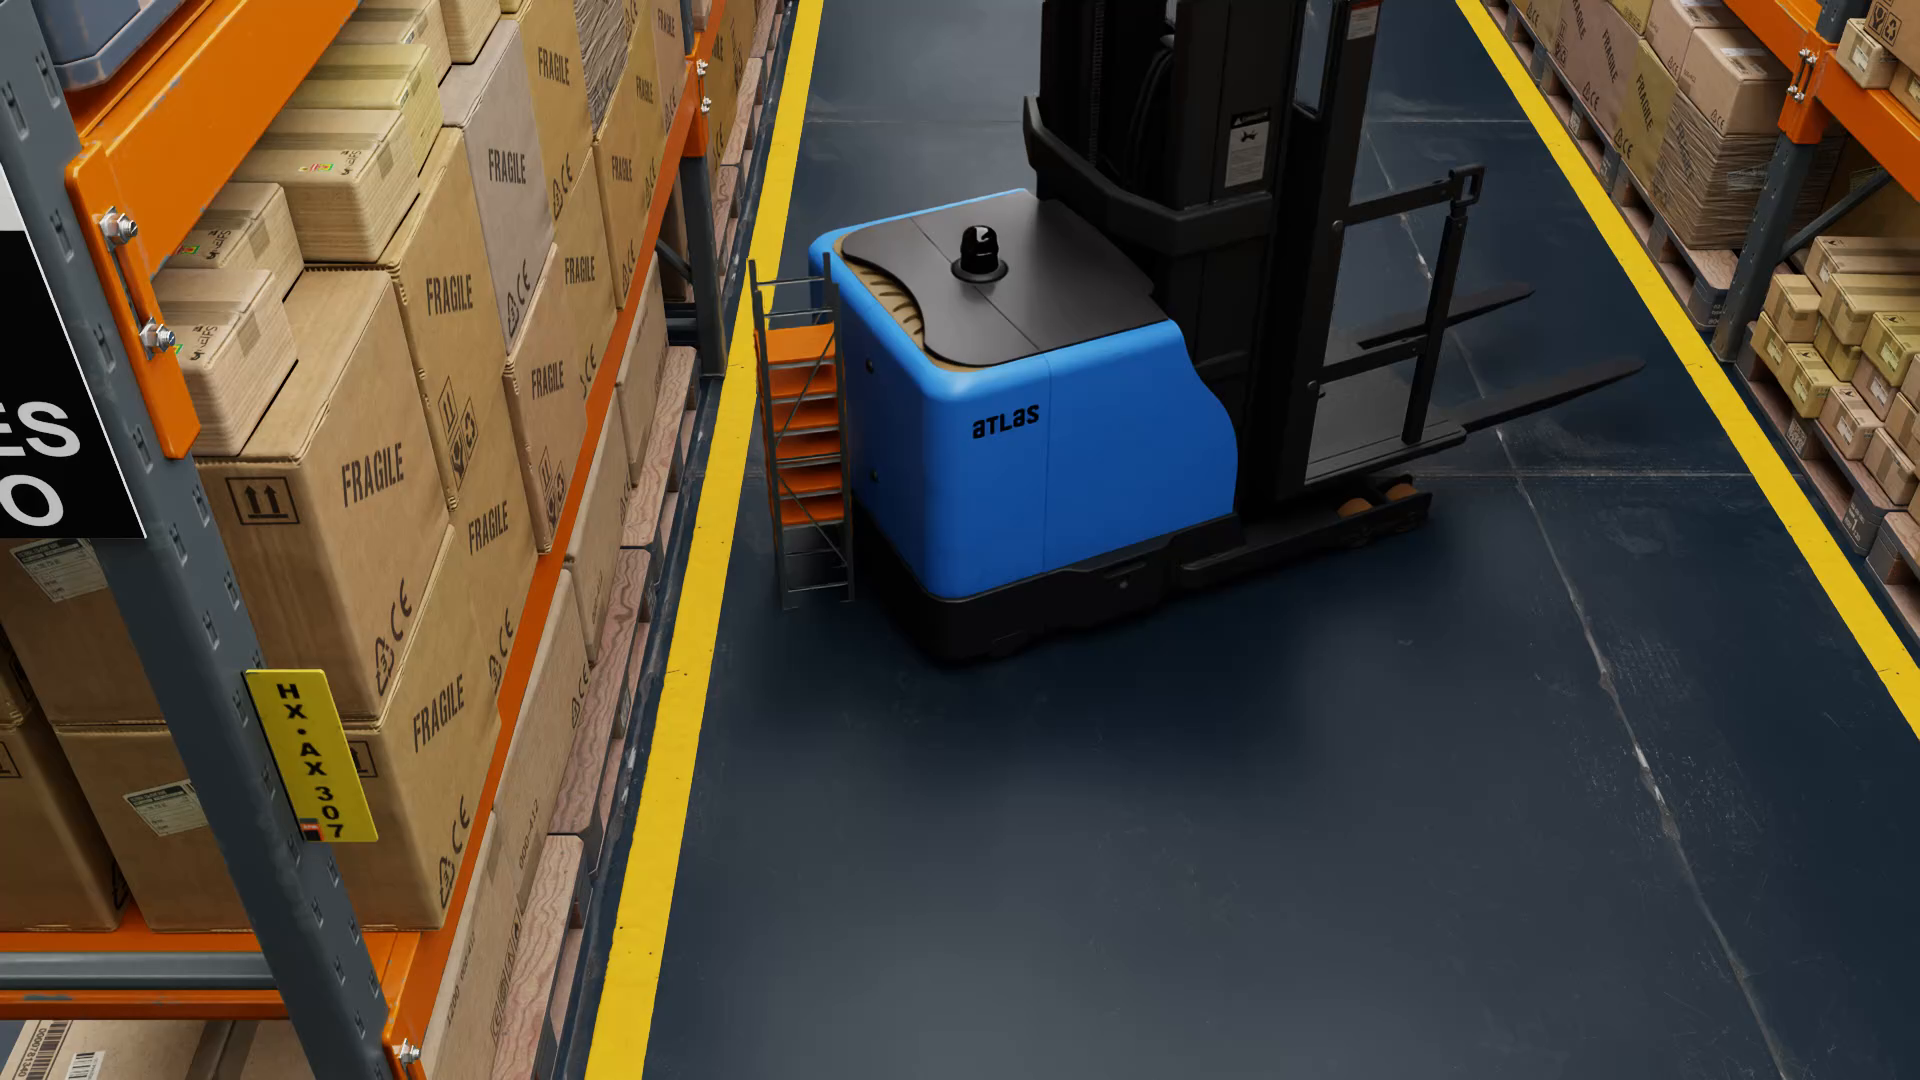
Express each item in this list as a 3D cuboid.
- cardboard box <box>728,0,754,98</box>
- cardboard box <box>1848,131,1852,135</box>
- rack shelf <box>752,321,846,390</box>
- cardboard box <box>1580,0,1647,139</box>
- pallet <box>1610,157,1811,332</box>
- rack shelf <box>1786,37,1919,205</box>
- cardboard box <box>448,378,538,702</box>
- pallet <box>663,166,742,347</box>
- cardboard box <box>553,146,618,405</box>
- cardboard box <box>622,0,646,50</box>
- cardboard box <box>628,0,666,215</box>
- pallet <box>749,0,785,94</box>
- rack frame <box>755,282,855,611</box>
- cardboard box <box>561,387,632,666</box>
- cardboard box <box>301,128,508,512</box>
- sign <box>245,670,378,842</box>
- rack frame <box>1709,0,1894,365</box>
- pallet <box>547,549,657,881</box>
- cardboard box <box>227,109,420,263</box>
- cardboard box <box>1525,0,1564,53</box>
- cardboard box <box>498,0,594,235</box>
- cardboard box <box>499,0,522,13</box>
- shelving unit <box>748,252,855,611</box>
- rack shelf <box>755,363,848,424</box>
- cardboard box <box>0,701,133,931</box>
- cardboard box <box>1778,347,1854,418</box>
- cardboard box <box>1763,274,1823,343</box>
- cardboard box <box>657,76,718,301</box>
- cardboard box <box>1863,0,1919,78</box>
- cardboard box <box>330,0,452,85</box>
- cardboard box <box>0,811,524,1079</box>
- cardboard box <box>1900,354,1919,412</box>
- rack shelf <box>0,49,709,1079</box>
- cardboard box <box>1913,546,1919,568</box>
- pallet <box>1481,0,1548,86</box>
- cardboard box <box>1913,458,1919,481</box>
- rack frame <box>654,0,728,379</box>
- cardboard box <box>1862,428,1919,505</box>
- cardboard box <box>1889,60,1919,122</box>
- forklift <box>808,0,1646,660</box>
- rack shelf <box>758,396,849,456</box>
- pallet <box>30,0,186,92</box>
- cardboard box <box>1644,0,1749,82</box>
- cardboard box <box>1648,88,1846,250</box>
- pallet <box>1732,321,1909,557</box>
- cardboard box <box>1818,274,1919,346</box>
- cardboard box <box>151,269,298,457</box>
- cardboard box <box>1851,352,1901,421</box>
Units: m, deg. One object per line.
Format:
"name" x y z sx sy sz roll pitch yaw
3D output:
"cardboard box" -1.514 -2.688 8.069 0.875 0.875 0.875 0 39 1
"cardboard box" 3.789 -1.852 6.726 0.500 0.250 0.500 -2 39 -2
"rack shelf" -0.482 -0.554 4.977 0.258 0.103 0.180 -7 39 -9
"cardboard box" 3.276 -2.201 7.761 0.500 0.500 0.500 -1 39 -1
"pallet" 3.523 -1.307 7.212 1.003 0.211 1.213 0 39 0
"rack shelf" 3.528 -0.377 4.397 1.077 0.370 4.000 0 39 0
"cardboard box" -1.162 0.004 3.266 0.500 0.500 0.500 -1 39 -1
"pallet" -1.501 -1.236 7.124 1.003 0.211 1.213 0 39 0
"cardboard box" -1.162 -0.627 4.054 0.500 0.500 0.500 1 39 1
"cardboard box" -1.155 -1.659 4.542 0.500 0.500 0.500 -1 39 -1
"cardboard box" -1.162 -1.269 4.855 0.500 0.500 0.500 -1 39 -1
"pallet" -1.503 -2.762 9.028 1.003 0.211 1.213 0 39 0
"rack frame" -0.464 -0.251 5.104 0.240 1.200 0.006 -7 39 -9
"cardboard box" -1.529 -0.053 5.131 0.875 0.438 0.875 -1 39 -1
"cardboard box" -1.143 -0.393 2.962 0.500 0.500 0.500 -1 39 -1
"sign" -0.865 0.294 2.228 0.100 0.325 0.005 0 39 0
"rack frame" 3.525 -1.908 5.733 1.000 3.000 0.127 0 39 0
"pallet" -1.498 0.487 4.974 1.003 0.211 1.213 0 39 0
"cardboard box" -1.100 -0.571 2.666 0.380 0.149 0.250 1 39 1
"cardboard box" 3.271 -2.841 8.560 0.500 0.500 0.500 0 39 0
"cardboard box" -1.153 -1.027 3.753 0.500 0.500 0.500 0 39 0
"cardboard box" -1.103 -1.215 3.469 0.380 0.149 0.250 -1 39 -1
"shelving unit" -0.482 -0.307 5.174 0.258 1.200 0.189 -7 39 -9
"rack shelf" -0.482 -0.460 5.052 0.258 0.103 0.180 -7 39 -9
"cardboard box" -1.685 0.319 2.873 0.500 0.500 0.500 0 39 0
"cardboard box" 3.205 -0.566 6.001 0.380 0.149 0.250 1 39 1
"cardboard box" 3.206 -0.849 6.117 0.380 0.149 0.250 2 39 2
"cardboard box" -1.505 -1.564 6.666 0.875 0.875 0.875 1 39 1
"cardboard box" 3.274 -1.754 5.222 0.500 0.500 0.500 -1 39 -1
"cardboard box" -1.172 -0.900 3.076 0.380 0.149 0.250 0 39 0
"cardboard box" -1.521 1.083 3.713 0.875 0.438 0.875 -1 39 -2
"cardboard box" 3.332 -0.483 5.422 0.380 0.149 0.250 -1 39 -1
"rack shelf" -1.422 -0.310 4.314 1.077 0.370 4.000 0 39 0
"cardboard box" 3.247 0.079 5.196 0.380 0.149 0.250 -1 39 -1
"pallet" 3.520 -2.833 9.116 1.003 0.211 1.213 0 39 0
"cardboard box" 3.306 -0.198 5.304 0.380 0.149 0.250 2 39 2
"rack frame" -1.424 -1.842 5.649 1.000 3.000 0.127 0 39 0
"cardboard box" 3.307 -0.251 5.609 0.380 0.149 0.250 -1 39 -1
"cardboard box" 3.273 -1.472 5.388 0.380 0.149 0.250 1 39 1
"forklift" 1.061 -1.400 5.154 3.031 2.935 1.130 -17 42 -20
"rack shelf" -0.482 -0.366 5.127 0.258 0.103 0.180 -7 39 -9
"pallet" -1.431 -0.940 2.197 1.003 0.211 1.213 0 39 0
"cardboard box" 3.285 -2.177 7.131 0.500 0.250 0.500 2 39 2
"cardboard box" 3.273 -1.560 6.960 0.500 0.500 0.500 -1 39 -1
"pallet" 3.562 -0.400 6.081 1.003 0.211 1.213 0 39 0
"cardboard box" 3.260 -0.804 5.823 0.380 0.149 0.250 2 39 2
"cardboard box" -1.143 -0.245 2.259 0.380 0.149 0.250 1 39 1
"cardboard box" 3.332 -0.538 5.729 0.380 0.149 0.250 0 39 0
